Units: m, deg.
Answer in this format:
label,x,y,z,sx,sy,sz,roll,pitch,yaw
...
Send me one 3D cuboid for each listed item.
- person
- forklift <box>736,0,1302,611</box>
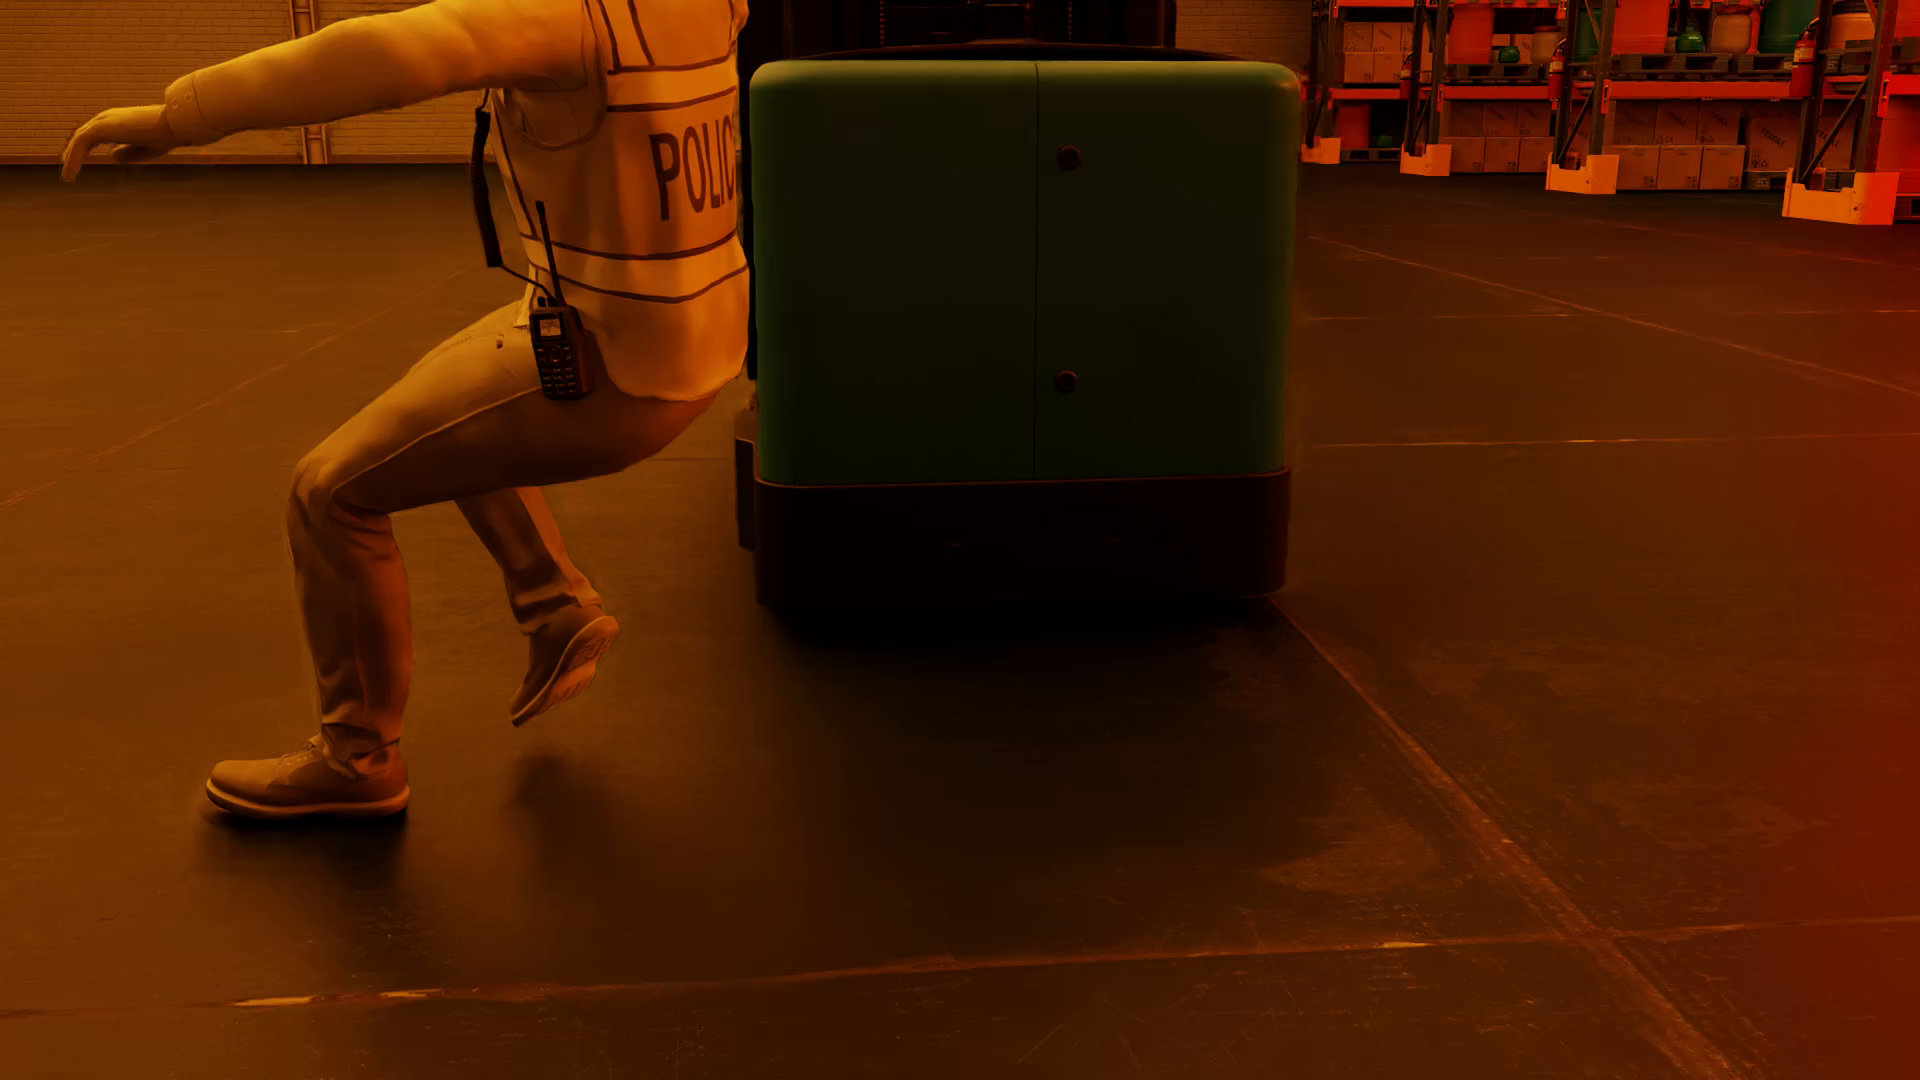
label,x,y,z,sx,sy,sz,roll,pitch,yaw
person,-0.681,-0.338,2.336,0.767,1.456,1.041,3,15,12
forklift,-0.037,-1.608,4.289,1.130,2.935,3.031,-2,15,-7
